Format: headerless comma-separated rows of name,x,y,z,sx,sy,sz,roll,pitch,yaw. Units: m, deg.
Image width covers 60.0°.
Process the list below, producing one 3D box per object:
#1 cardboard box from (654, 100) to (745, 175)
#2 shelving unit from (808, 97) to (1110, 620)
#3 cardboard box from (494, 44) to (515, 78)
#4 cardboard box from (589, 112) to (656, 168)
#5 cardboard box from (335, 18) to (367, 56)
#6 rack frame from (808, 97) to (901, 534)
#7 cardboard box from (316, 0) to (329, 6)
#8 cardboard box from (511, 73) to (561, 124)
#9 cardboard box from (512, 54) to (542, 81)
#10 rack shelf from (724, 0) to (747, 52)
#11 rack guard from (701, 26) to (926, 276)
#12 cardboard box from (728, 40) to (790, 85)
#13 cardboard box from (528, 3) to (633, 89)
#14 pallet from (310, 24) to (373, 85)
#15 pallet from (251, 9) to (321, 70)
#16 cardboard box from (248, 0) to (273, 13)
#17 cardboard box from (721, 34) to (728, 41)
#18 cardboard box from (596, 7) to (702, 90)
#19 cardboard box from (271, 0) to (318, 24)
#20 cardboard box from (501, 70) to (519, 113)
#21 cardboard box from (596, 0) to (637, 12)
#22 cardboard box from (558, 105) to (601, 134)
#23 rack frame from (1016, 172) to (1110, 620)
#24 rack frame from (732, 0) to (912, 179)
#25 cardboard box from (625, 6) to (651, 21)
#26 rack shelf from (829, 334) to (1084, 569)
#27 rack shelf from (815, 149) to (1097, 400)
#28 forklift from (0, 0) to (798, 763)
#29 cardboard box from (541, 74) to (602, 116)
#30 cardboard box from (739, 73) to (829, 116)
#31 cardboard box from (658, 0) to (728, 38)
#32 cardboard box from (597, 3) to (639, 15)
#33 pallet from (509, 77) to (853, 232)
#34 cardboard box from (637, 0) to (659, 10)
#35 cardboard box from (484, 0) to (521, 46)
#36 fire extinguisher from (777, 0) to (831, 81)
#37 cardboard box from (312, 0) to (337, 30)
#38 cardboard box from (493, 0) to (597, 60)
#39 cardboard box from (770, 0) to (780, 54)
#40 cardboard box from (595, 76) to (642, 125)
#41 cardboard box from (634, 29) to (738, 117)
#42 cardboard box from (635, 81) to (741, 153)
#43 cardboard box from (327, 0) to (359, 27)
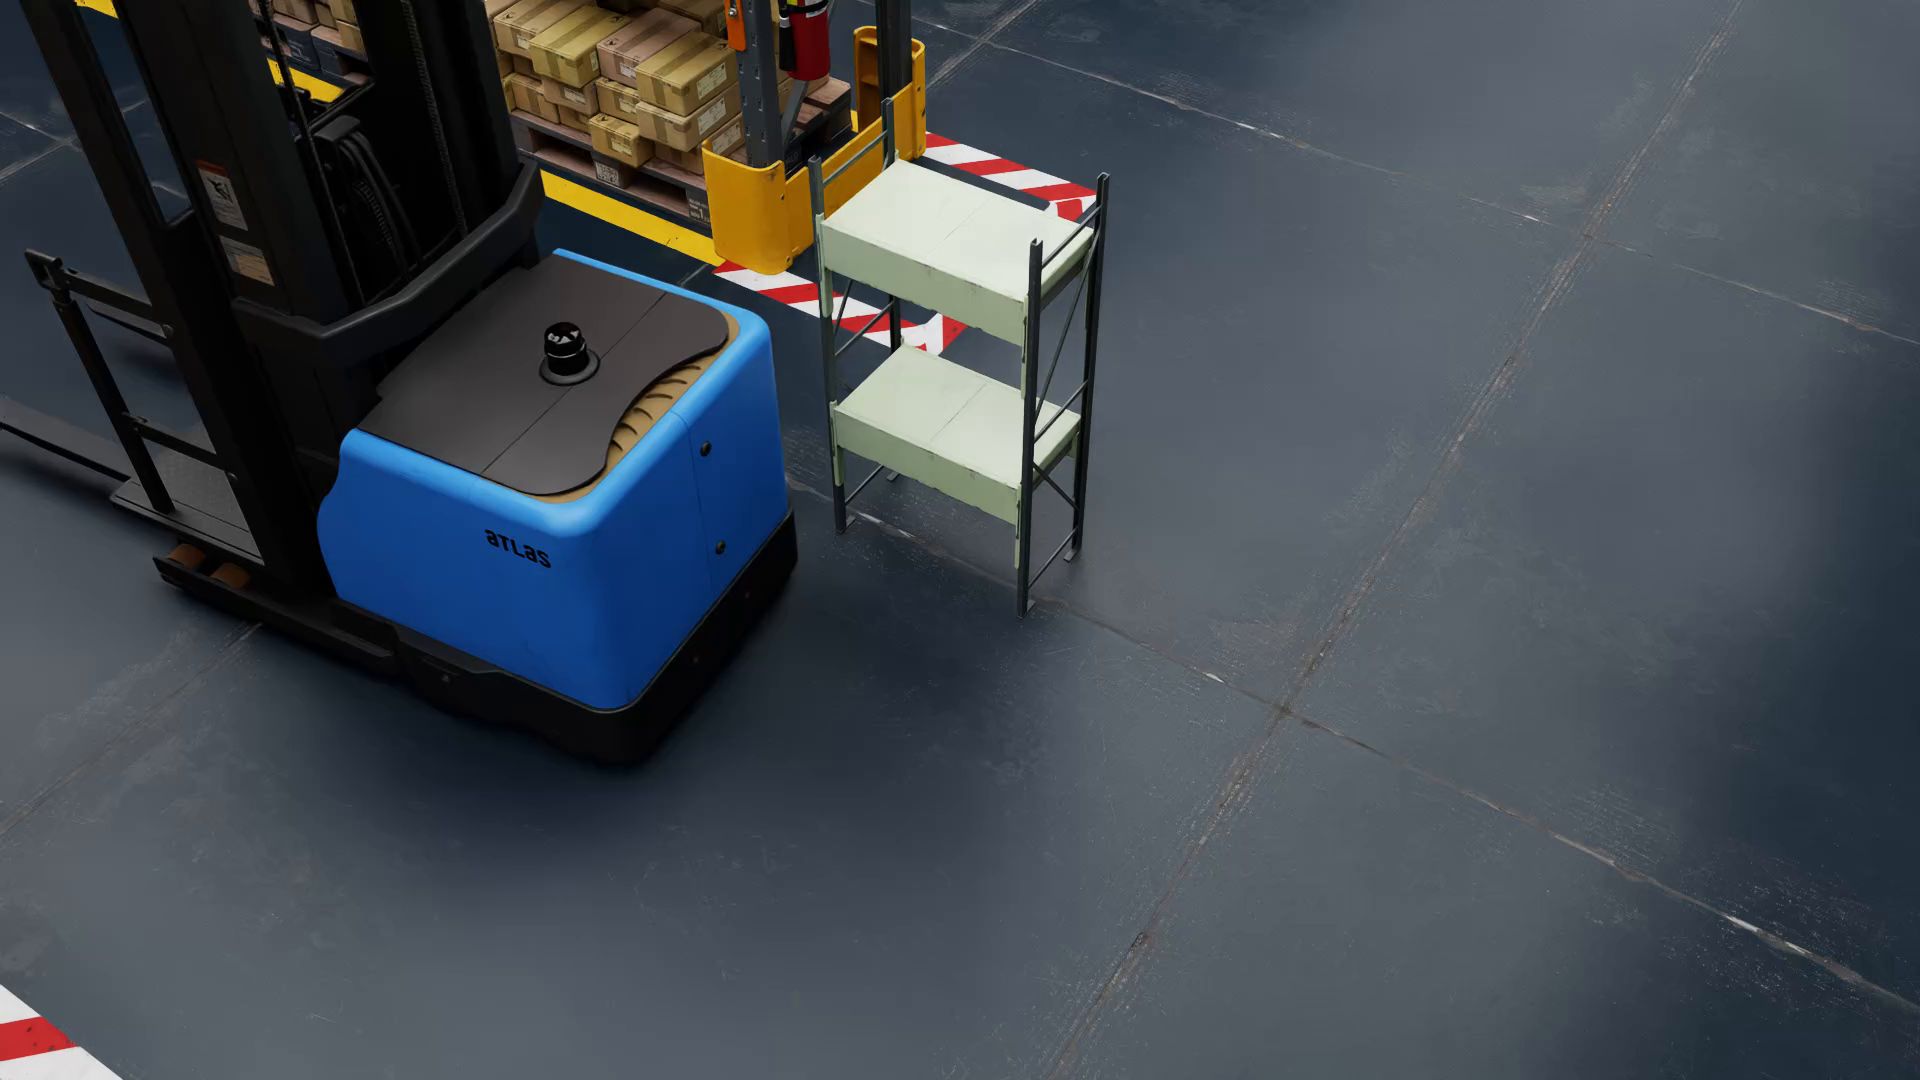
cardboard box,-1.078,-1.730,7.034,0.250,0.149,0.380,26,51,23
shelving unit,-0.006,-0.525,5.215,0.755,1.500,0.431,25,51,22
cardboard box,-2.002,-2.180,7.265,0.250,0.149,0.380,25,51,23
cardboard box,-1.349,-1.768,7.072,0.250,0.149,0.380,26,51,23
cardboard box,-2.642,-2.388,7.674,0.250,0.149,0.380,23,50,21
rack frame,-0.314,-0.667,5.352,0.023,1.500,0.400,25,51,22
cardboard box,-2.827,-2.627,7.699,0.250,0.149,0.380,27,52,24
cardboard box,-1.740,-2.010,7.307,0.250,0.149,0.380,25,51,22
cardboard box,-1.730,-2.154,7.239,0.250,0.149,0.380,24,51,22
rack shelf,-2.206,-3.023,7.097,4.000,0.370,1.077,25,51,22
rack guard,-0.587,-1.657,7.012,0.348,0.500,1.175,25,51,22
cardboard box,-0.825,-2.113,7.200,0.250,0.149,0.380,27,52,24
cardboard box,-1.572,-2.067,6.947,0.250,0.149,0.380,24,50,21
pallet,-2.274,-2.365,7.901,1.213,0.211,1.003,25,51,22
pallet,-3.305,-2.837,8.360,1.213,0.211,1.003,25,51,22
cardboard box,-3.295,-2.698,7.975,0.250,0.149,0.380,24,51,22
cardboard box,-1.025,-2.253,7.336,0.250,0.149,0.380,24,51,22
cardboard box,-1.286,-2.043,6.924,0.250,0.149,0.380,26,51,23
cardboard box,-3.055,-2.630,7.909,0.250,0.149,0.380,24,50,21
cardboard box,-1.989,-2.071,7.366,0.250,0.149,0.380,23,50,20
cardboard box,-1.474,-2.522,7.390,0.250,0.149,0.380,22,50,20
cardboard box,-1.525,-1.923,7.222,0.250,0.149,0.380,24,51,22
rack frame,0.302,-0.384,5.077,0.023,1.500,0.400,25,51,22
rack frame,-0.523,-2.499,6.087,0.127,3.000,1.000,25,51,22
cardboard box,-1.279,-2.295,7.376,0.250,0.149,0.380,25,51,23
rack shelf,-0.006,-0.298,5.448,0.720,0.370,0.431,25,51,22
rack shelf,-0.006,-0.797,4.935,0.720,0.370,0.431,25,51,22
forklift,-2.096,-1.101,4.776,3.031,2.935,1.130,20,49,18
cardboard box,-1.559,-1.988,7.078,0.250,0.149,0.380,23,50,21
cardboard box,-0.791,-2.048,7.344,0.250,0.149,0.380,26,51,23
cardboard box,-1.077,-2.301,7.175,0.250,0.149,0.380,26,51,23
cardboard box,-1.436,-2.460,7.536,0.250,0.149,0.380,26,51,23
pallet,-1.251,-1.893,7.442,1.213,0.211,1.003,25,51,22
cardboard box,-1.220,-2.476,7.345,0.250,0.149,0.380,25,51,22
cardboard box,-2.012,-2.276,7.150,0.250,0.149,0.380,27,51,23
fire extinguisher,-0.560,-1.966,5.883,0.183,0.674,0.296,25,51,22
cardboard box,-2.809,-2.547,7.828,0.250,0.149,0.380,23,50,21
cardboard box,-1.756,-2.205,7.082,0.250,0.149,0.380,23,50,21
cardboard box,-0.780,-2.267,7.142,0.250,0.149,0.380,23,50,20
cardboard box,-1.312,-1.921,7.013,0.250,0.149,0.380,24,50,21
cardboard box,-1.105,-1.911,6.796,0.250,0.149,0.380,25,51,23
cardboard box,-1.121,-1.788,6.883,0.250,0.149,0.380,23,50,21
cardboard box,-2.649,-2.491,7.567,0.250,0.149,0.380,24,51,22
